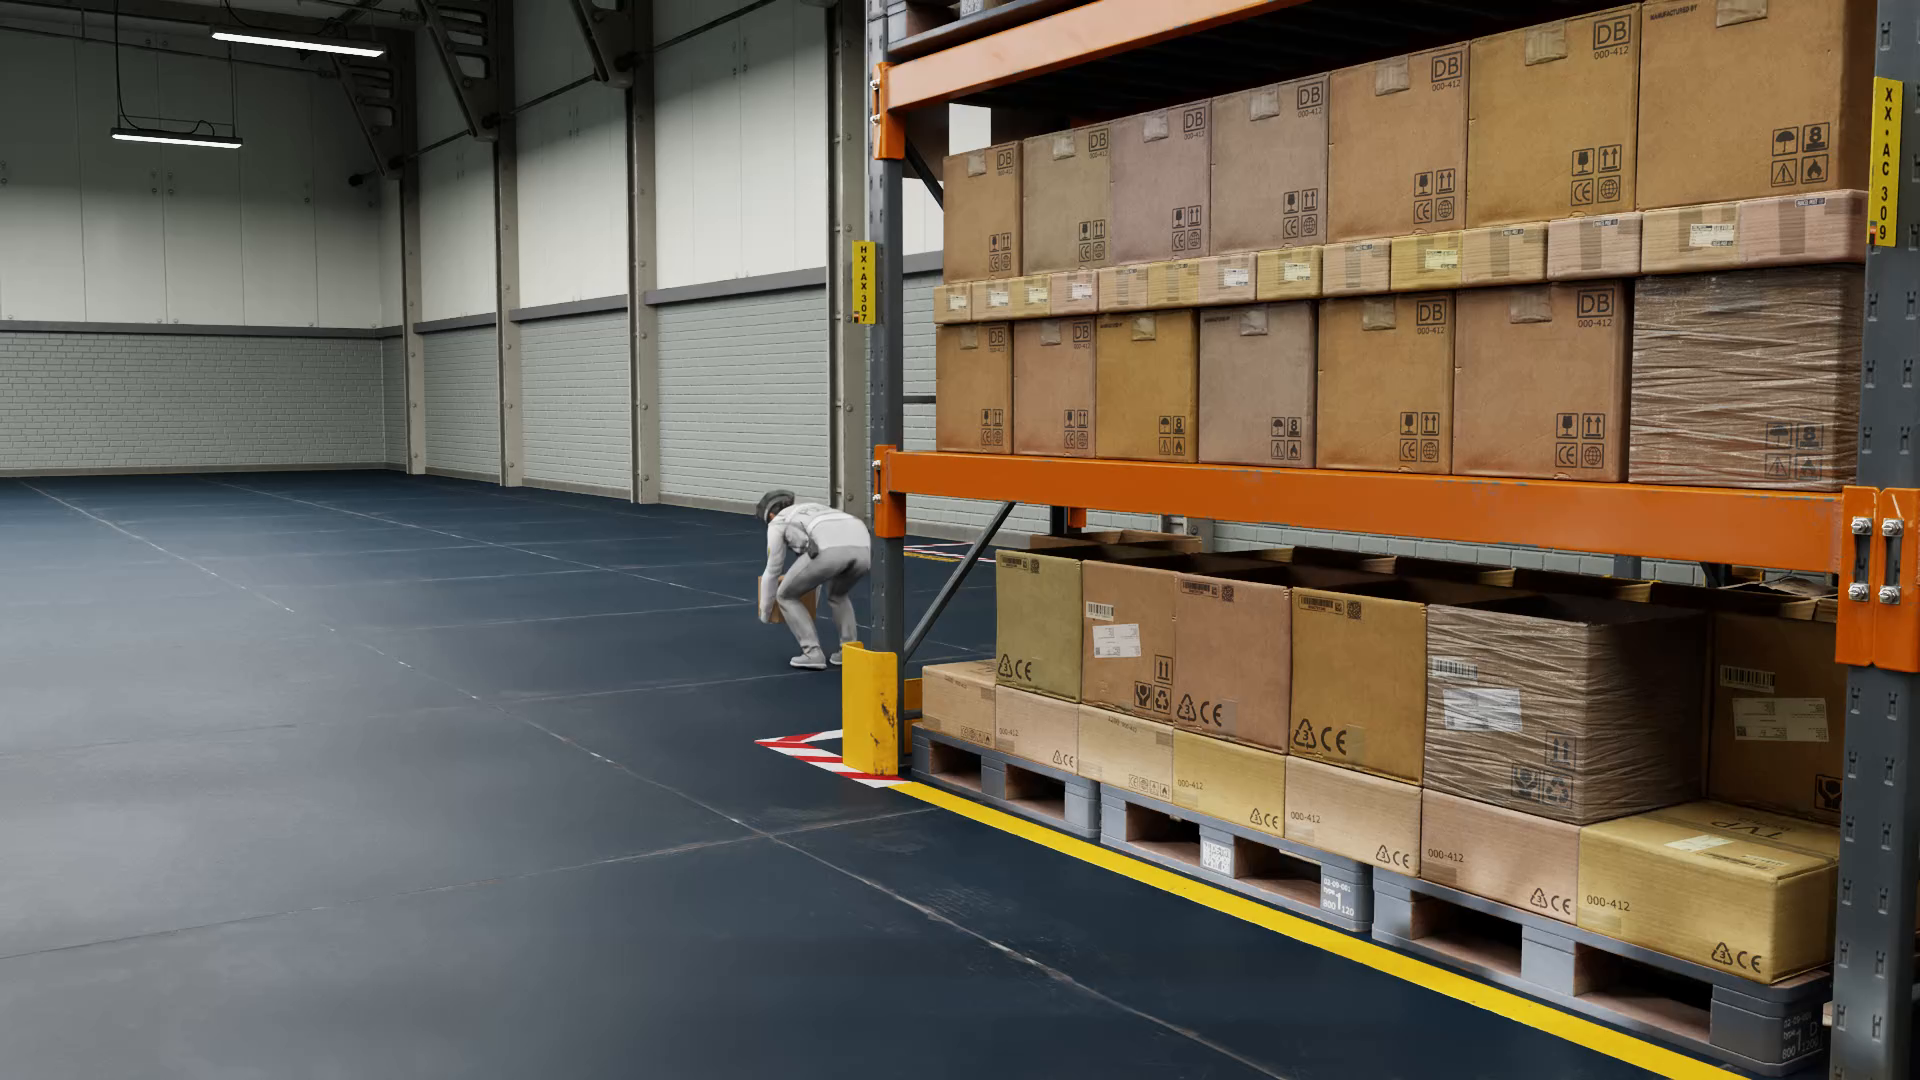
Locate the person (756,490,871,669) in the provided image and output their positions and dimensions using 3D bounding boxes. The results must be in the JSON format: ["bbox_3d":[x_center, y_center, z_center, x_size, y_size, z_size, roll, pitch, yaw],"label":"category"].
[{"bbox_3d":[-0.857,0.217,9.543,0.467,0.991,0.917,-4,6,-36],"label":"person"}]
